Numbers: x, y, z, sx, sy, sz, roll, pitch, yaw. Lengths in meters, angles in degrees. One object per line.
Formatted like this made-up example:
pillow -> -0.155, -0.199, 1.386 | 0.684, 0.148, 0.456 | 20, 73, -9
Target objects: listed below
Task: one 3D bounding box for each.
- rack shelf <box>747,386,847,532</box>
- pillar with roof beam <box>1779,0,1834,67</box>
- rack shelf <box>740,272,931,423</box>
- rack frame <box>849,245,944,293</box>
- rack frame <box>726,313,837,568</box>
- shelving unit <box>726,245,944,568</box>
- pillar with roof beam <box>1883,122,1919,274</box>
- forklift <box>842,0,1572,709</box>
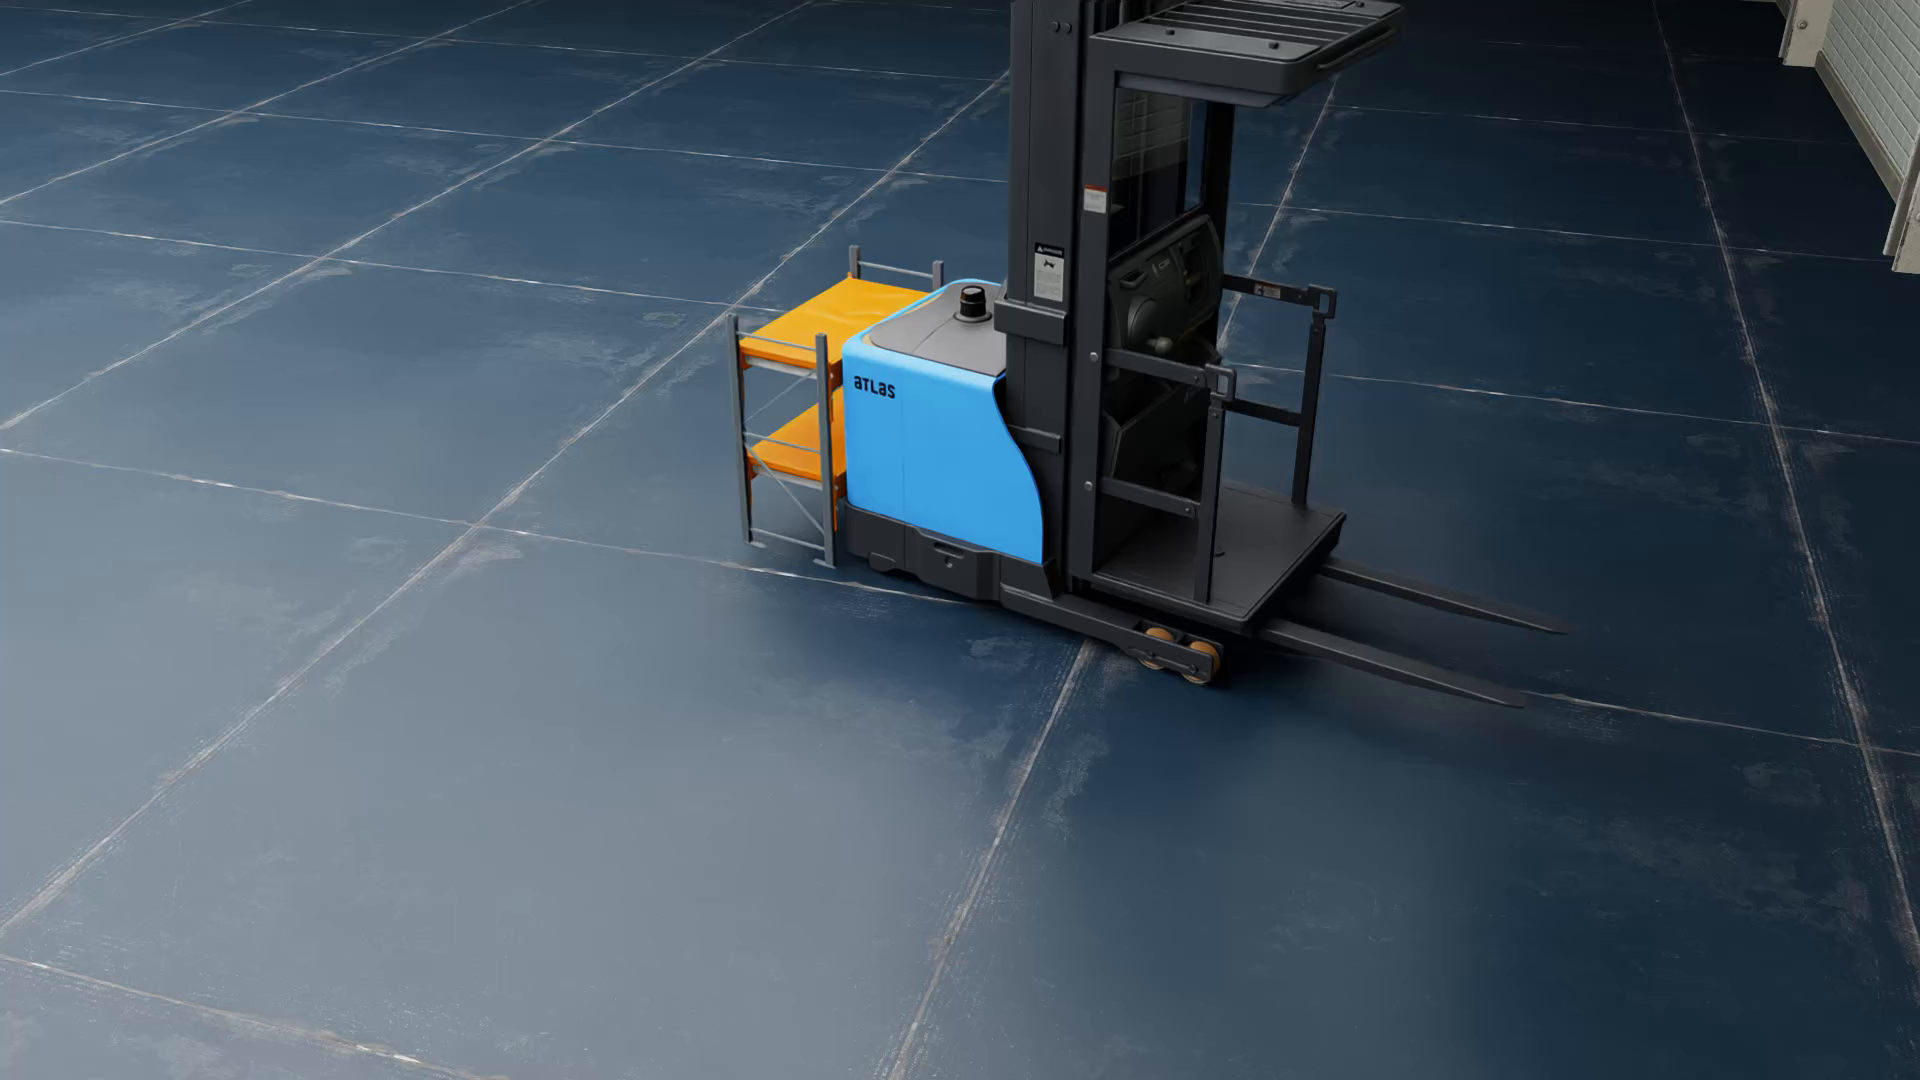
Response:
rack shelf -> -0.544, -0.431, 7.871 | 0.538, 0.278, 1.000 | 15, 32, 24
pillar with roof beam -> 3.979, -9.169, 14.975 | 9.100, 9.000, 0.400 | 8, 30, 15
rack shelf -> -0.544, -0.900, 7.609 | 0.538, 0.278, 1.000 | 15, 32, 24
rack frame -> -0.303, -0.862, 8.143 | 0.500, 1.125, 0.032 | 15, 32, 24
rack frame -> -0.785, -0.427, 7.360 | 0.500, 1.125, 0.032 | 15, 32, 24
shelving unit -> -0.544, -0.645, 7.752 | 0.538, 1.125, 1.048 | 15, 32, 24
pillar with roof beam -> 2.218, -6.380, 9.963 | 9.100, 9.000, 0.400 | 8, 30, 15
forklift -> 0.997, -0.997, 6.527 | 3.031, 2.935, 1.130 | 17, 33, 28
